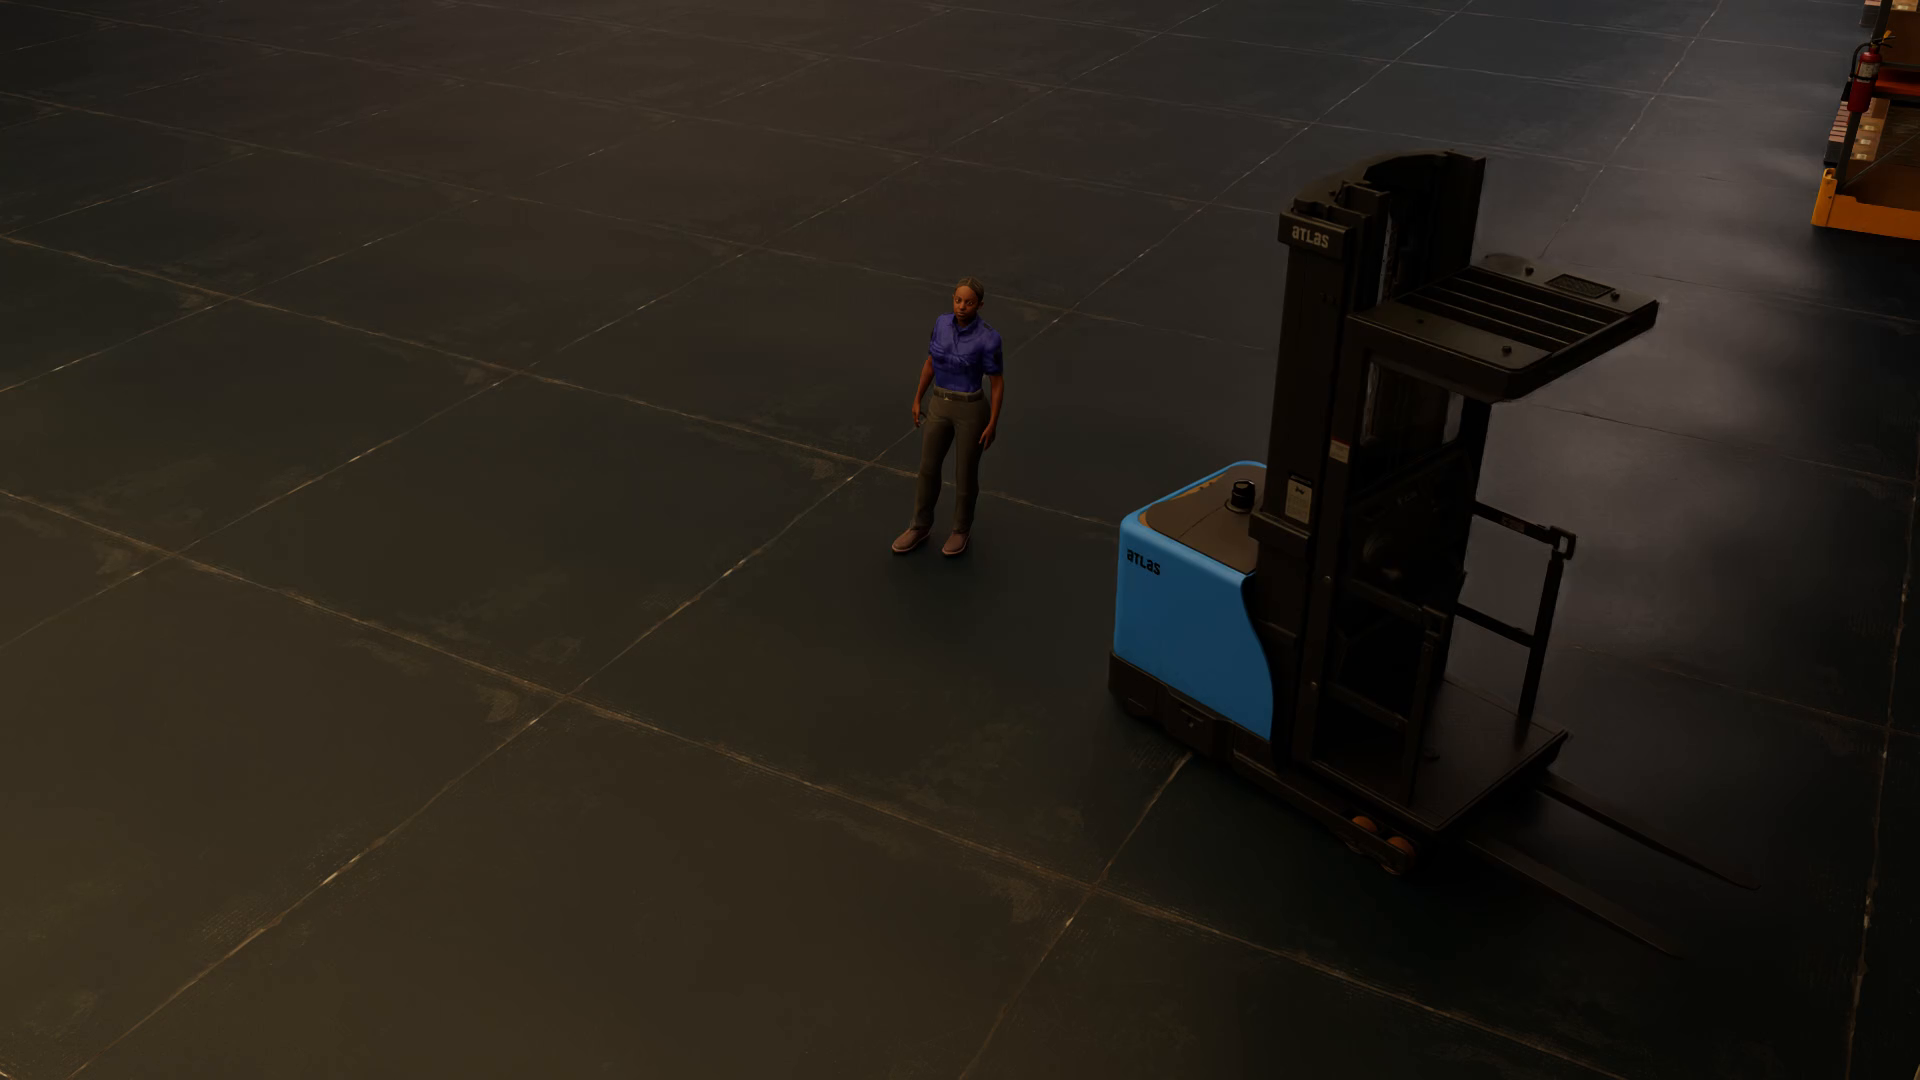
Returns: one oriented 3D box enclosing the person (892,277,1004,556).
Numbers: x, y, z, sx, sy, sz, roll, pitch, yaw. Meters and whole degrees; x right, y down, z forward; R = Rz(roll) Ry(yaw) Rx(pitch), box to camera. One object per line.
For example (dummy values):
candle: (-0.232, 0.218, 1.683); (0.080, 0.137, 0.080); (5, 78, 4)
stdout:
person: (-0.060, -0.689, 9.528); (0.570, 1.654, 0.504); (15, 33, 25)

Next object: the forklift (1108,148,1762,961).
forklift: (2.126, -0.067, 7.186); (1.130, 2.935, 3.031); (-25, 38, -36)
